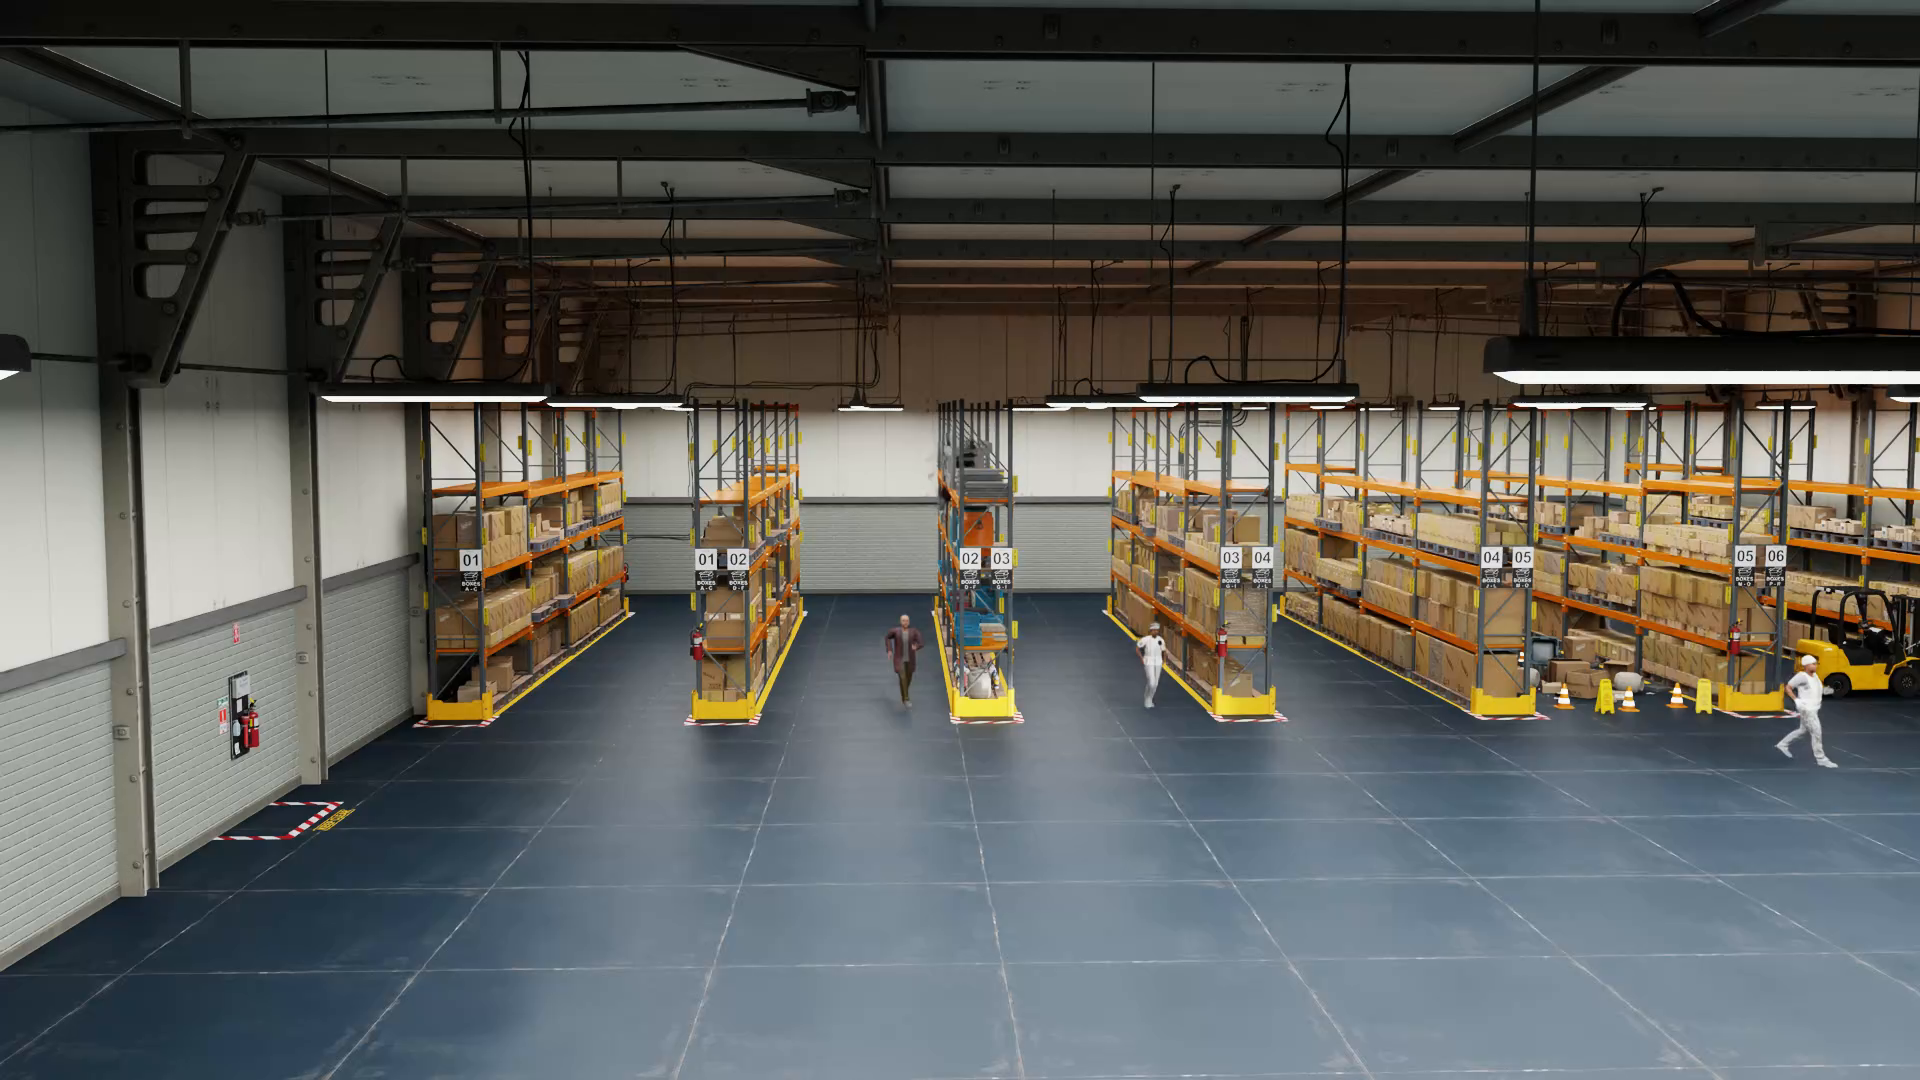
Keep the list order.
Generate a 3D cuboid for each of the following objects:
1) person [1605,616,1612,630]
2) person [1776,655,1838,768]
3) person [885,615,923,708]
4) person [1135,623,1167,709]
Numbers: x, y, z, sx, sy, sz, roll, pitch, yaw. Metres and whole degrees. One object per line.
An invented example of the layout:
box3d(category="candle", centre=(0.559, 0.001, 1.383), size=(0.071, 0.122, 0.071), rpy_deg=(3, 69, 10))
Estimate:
box3d(category="person", centre=(16.535, 1.619, 42.483), size=(0.539, 1.826, 0.834), rpy_deg=(0, 4, -6))
box3d(category="person", centre=(13.778, 2.752, 27.004), size=(1.000, 1.769, 0.685), rpy_deg=(4, 6, 44))
box3d(category="person", centre=(-1.081, 2.335, 32.464), size=(0.713, 1.758, 1.077), rpy_deg=(-1, 4, -13))
box3d(category="person", centre=(3.752, 2.445, 32.324), size=(0.581, 1.689, 0.653), rpy_deg=(-1, 4, -13))
